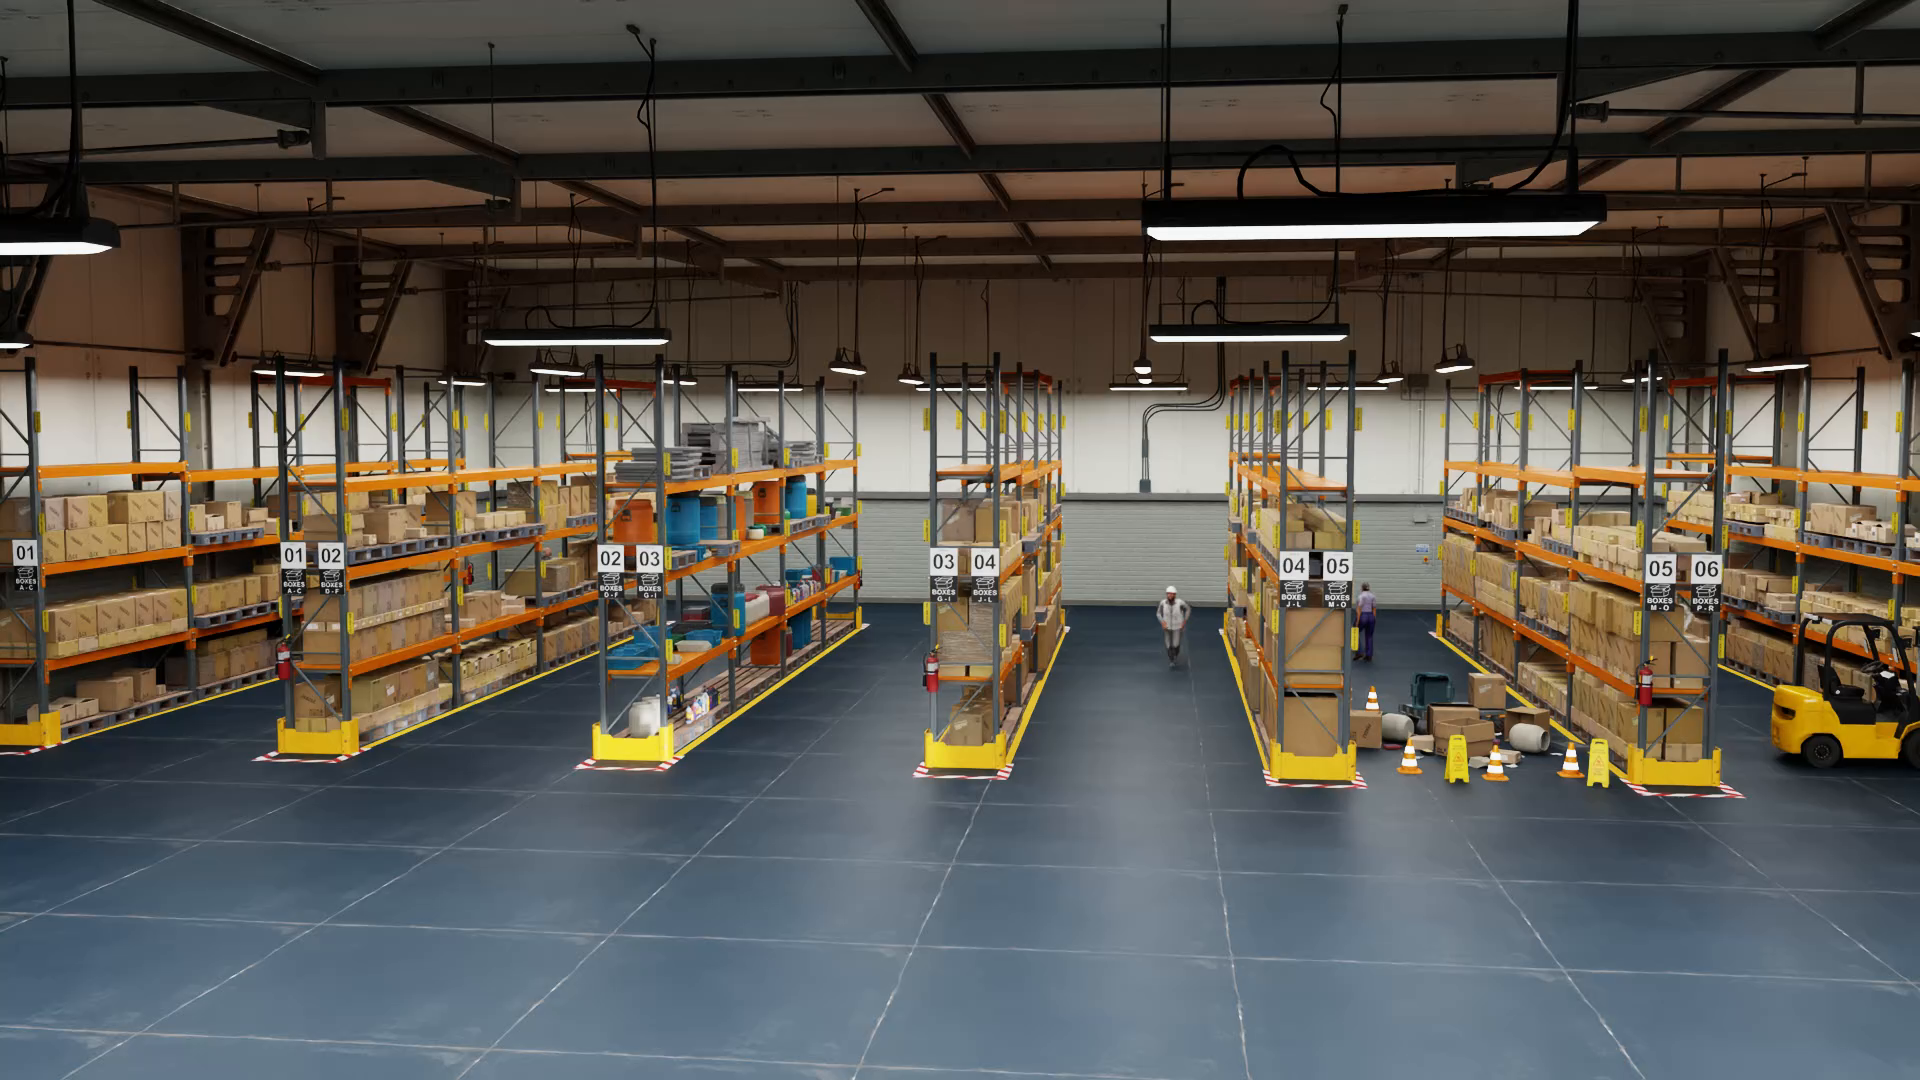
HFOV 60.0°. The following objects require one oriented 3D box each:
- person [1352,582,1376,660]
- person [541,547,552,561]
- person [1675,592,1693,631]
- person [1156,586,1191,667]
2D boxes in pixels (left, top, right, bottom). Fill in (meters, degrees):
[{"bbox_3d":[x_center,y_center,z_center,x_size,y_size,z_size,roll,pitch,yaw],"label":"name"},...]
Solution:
[{"bbox_3d":[8.523,1.729,35.033,0.529,1.669,0.392,-2,4,-23],"label":"person"},{"bbox_3d":[-10.861,1.046,43.672,0.621,1.709,0.525,0,4,7],"label":"person"},{"bbox_3d":[14.516,1.821,33.757,0.667,1.599,0.684,1,4,19],"label":"person"},{"bbox_3d":[4.359,1.764,33.914,0.693,1.682,0.719,1,4,16],"label":"person"}]
